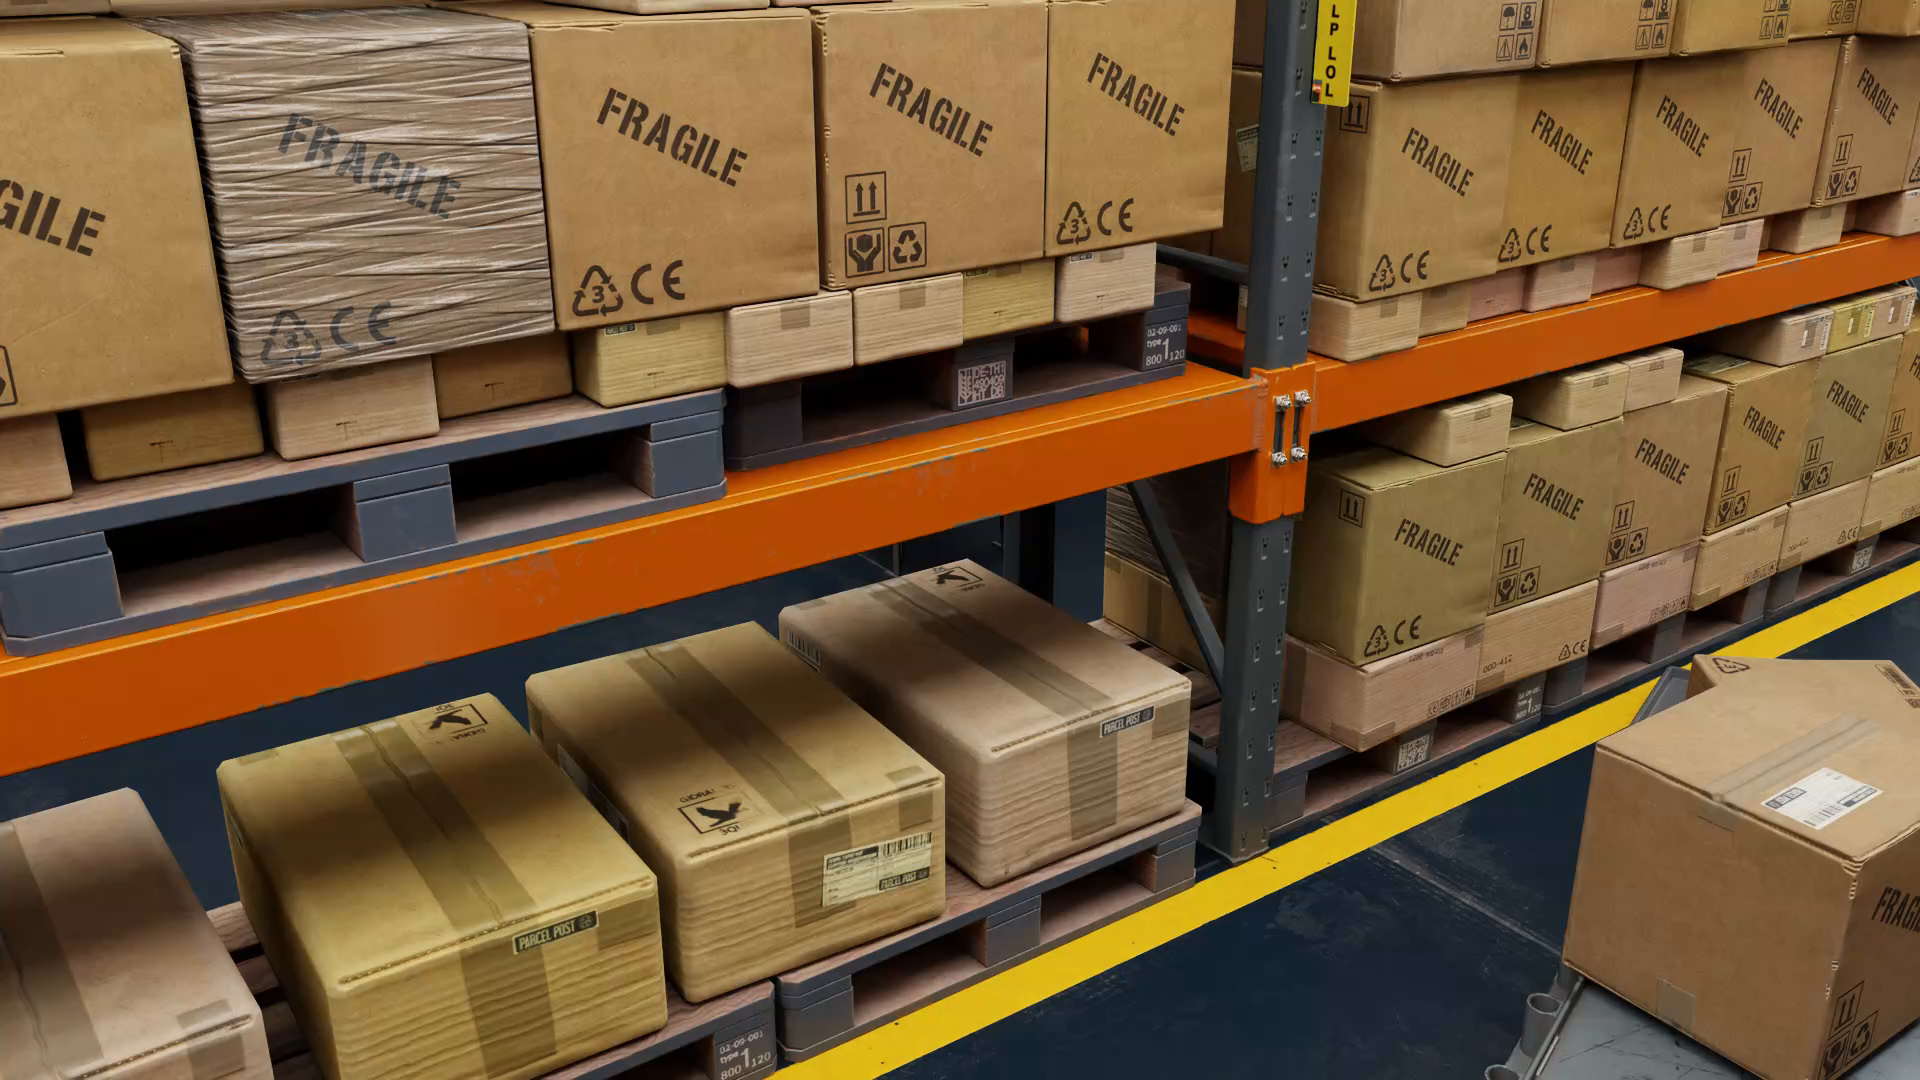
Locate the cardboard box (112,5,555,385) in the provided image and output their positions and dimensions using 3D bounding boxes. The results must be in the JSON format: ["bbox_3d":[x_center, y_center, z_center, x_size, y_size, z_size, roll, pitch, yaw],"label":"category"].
[{"bbox_3d":[-1.025,-0.592,2.731,0.500,0.500,0.500,-16,27,-35],"label":"cardboard box"}]

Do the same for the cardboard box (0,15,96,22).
[{"bbox_3d":[-1.753,-0.634,2.834,0.500,0.500,0.500,-17,27,-36],"label":"cardboard box"}]

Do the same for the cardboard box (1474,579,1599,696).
[{"bbox_3d":[1.528,0.204,4.982,0.500,0.250,0.500,-13,25,-30],"label":"cardboard box"}]

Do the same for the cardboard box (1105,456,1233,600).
[{"bbox_3d":[0.789,-0.188,4.952,0.500,0.500,0.500,-15,26,-34],"label":"cardboard box"}]

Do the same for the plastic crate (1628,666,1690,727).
[{"bbox_3d":[2.218,0.550,4.910,0.402,0.080,0.583,14,26,32],"label":"plastic crate"}]

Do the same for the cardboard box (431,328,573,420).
[{"bbox_3d":[-0.902,-0.354,3.009,0.250,0.149,0.380,-16,27,-35],"label":"cardboard box"}]

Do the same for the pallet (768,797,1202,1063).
[{"bbox_3d":[-0.166,0.751,4.229,1.213,0.211,1.003,-15,26,-33],"label":"pallet"}]

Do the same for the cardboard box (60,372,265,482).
[{"bbox_3d":[-1.319,-0.238,2.718,0.250,0.149,0.380,-14,26,-31],"label":"cardboard box"}]

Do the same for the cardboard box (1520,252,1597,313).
[{"bbox_3d":[1.502,-0.748,4.562,0.250,0.149,0.380,-14,26,-31],"label":"cardboard box"}]

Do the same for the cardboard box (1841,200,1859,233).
[{"bbox_3d":[2.691,-1.102,5.449,0.250,0.149,0.380,-15,26,-32],"label":"cardboard box"}]

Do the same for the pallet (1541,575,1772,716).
[{"bbox_3d":[1.981,0.161,5.709,1.213,0.211,1.003,-15,26,-33],"label":"pallet"}]

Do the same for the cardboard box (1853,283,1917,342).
[{"bbox_3d":[2.955,-0.795,5.597,0.250,0.149,0.380,-14,26,-31],"label":"cardboard box"}]

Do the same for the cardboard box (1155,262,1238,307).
[{"bbox_3d":[0.548,-0.758,4.586,0.250,0.149,0.380,-15,26,-33],"label":"cardboard box"}]

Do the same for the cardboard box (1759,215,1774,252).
[{"bbox_3d":[2.281,-0.992,5.173,0.250,0.149,0.380,-15,26,-33],"label":"cardboard box"}]

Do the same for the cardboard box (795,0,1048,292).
[{"bbox_3d":[-0.178,-0.816,3.291,0.500,0.500,0.500,-15,26,-33],"label":"cardboard box"}]

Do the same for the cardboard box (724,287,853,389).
[{"bbox_3d":[-0.409,-0.422,3.180,0.250,0.149,0.380,-15,26,-32],"label":"cardboard box"}]

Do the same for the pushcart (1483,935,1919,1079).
[{"bbox_3d":[1.837,1.180,2.930,1.648,0.377,0.936,14,26,32],"label":"pushcart"}]

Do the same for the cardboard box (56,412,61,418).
[{"bbox_3d":[-1.598,-0.347,2.992,0.250,0.149,0.380,-15,26,-32],"label":"cardboard box"}]

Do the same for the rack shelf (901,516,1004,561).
[{"bbox_3d":[-0.134,-0.277,6.182,0.480,0.518,0.431,-15,26,-33],"label":"rack shelf"}]

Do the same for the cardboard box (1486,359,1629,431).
[{"bbox_3d":[1.654,-0.448,4.727,0.250,0.149,0.380,-14,26,-31],"label":"cardboard box"}]

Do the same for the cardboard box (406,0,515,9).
[{"bbox_3d":[-0.899,-0.866,3.416,0.500,0.500,0.500,-15,26,-33],"label":"cardboard box"}]

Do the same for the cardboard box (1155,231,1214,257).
[{"bbox_3d":[0.681,-1.069,4.491,0.500,0.500,0.500,-16,27,-34],"label":"cardboard box"}]

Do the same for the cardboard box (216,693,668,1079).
[{"bbox_3d":[-1.104,0.734,3.488,0.625,0.372,0.950,-14,26,-31],"label":"cardboard box"}]

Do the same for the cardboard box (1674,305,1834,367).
[{"bbox_3d":[2.534,-0.685,5.322,0.250,0.149,0.380,-14,26,-31],"label":"cardboard box"}]

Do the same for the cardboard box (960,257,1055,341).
[{"bbox_3d":[-0.016,-0.545,3.487,0.250,0.149,0.380,-16,27,-34],"label":"cardboard box"}]

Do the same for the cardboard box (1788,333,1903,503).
[{"bbox_3d":[2.792,-0.479,5.681,0.500,0.500,0.500,-14,26,-31],"label":"cardboard box"}]

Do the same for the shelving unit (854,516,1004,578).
[{"bbox_3d":[-0.134,-0.939,5.917,0.503,2.100,0.431,-15,26,-33],"label":"shelving unit"}]

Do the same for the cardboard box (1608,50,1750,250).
[{"bbox_3d":[1.794,-1.129,4.643,0.500,0.500,0.500,-15,26,-33],"label":"cardboard box"}]

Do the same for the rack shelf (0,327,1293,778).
[{"bbox_3d":[-1.158,0.054,3.184,4.000,0.370,1.077,-15,26,-33],"label":"rack shelf"}]

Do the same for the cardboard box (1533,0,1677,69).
[{"bbox_3d":[1.376,-1.496,4.213,0.500,0.500,0.700,-15,26,-33],"label":"cardboard box"}]

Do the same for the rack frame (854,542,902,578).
[{"bbox_3d":[-0.332,-0.887,5.785,0.015,2.100,0.400,-15,26,-33],"label":"rack frame"}]

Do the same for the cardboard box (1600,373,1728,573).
[{"bbox_3d":[1.951,-0.257,5.124,0.500,0.500,0.500,-13,25,-30],"label":"cardboard box"}]

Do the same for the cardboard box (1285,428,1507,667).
[{"bbox_3d":[1.102,-0.026,4.545,0.500,0.500,0.500,-14,25,-30],"label":"cardboard box"}]

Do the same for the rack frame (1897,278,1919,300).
[{"bbox_3d":[3.712,-1.579,6.305,0.127,3.000,1.000,-15,26,-33],"label":"rack frame"}]

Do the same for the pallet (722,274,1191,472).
[{"bbox_3d":[-0.240,-0.502,3.866,1.213,0.211,1.003,-15,26,-33],"label":"pallet"}]

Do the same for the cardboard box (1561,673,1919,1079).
[{"bbox_3d":[1.529,0.625,3.133,0.500,0.500,0.500,-15,26,-33],"label":"cardboard box"}]

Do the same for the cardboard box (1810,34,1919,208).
[{"bbox_3d":[2.615,-1.349,5.193,0.500,0.500,0.500,-15,26,-33],"label":"cardboard box"}]

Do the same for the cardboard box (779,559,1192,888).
[{"bbox_3d":[0.041,0.427,4.259,0.625,0.372,0.950,-15,26,-32],"label":"cardboard box"}]

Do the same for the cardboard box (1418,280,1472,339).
[{"bbox_3d":[1.083,-0.638,4.287,0.250,0.149,0.380,-14,26,-31],"label":"cardboard box"}]

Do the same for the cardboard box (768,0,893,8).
[{"bbox_3d":[-0.330,-1.073,3.060,0.250,0.149,0.380,-16,27,-34],"label":"cardboard box"}]

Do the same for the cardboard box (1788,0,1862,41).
[{"bbox_3d":[2.170,-1.737,4.816,0.500,0.500,0.700,-15,26,-33],"label":"cardboard box"}]

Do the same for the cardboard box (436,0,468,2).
[{"bbox_3d":[-0.945,-1.132,3.209,0.250,0.149,0.380,-13,25,-30],"label":"cardboard box"}]

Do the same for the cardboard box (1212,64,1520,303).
[{"bbox_3d":[0.985,-0.909,4.091,0.500,0.500,0.500,-15,26,-33],"label":"cardboard box"}]

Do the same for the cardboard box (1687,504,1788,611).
[{"bbox_3d":[2.366,-0.016,5.533,0.500,0.250,0.500,-16,27,-35],"label":"cardboard box"}]

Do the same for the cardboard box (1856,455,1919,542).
[{"bbox_3d":[3.194,-0.236,6.083,0.500,0.250,0.500,-15,26,-33],"label":"cardboard box"}]

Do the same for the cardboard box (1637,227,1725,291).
[{"bbox_3d":[1.952,-0.842,4.798,0.250,0.149,0.380,-15,26,-33],"label":"cardboard box"}]
